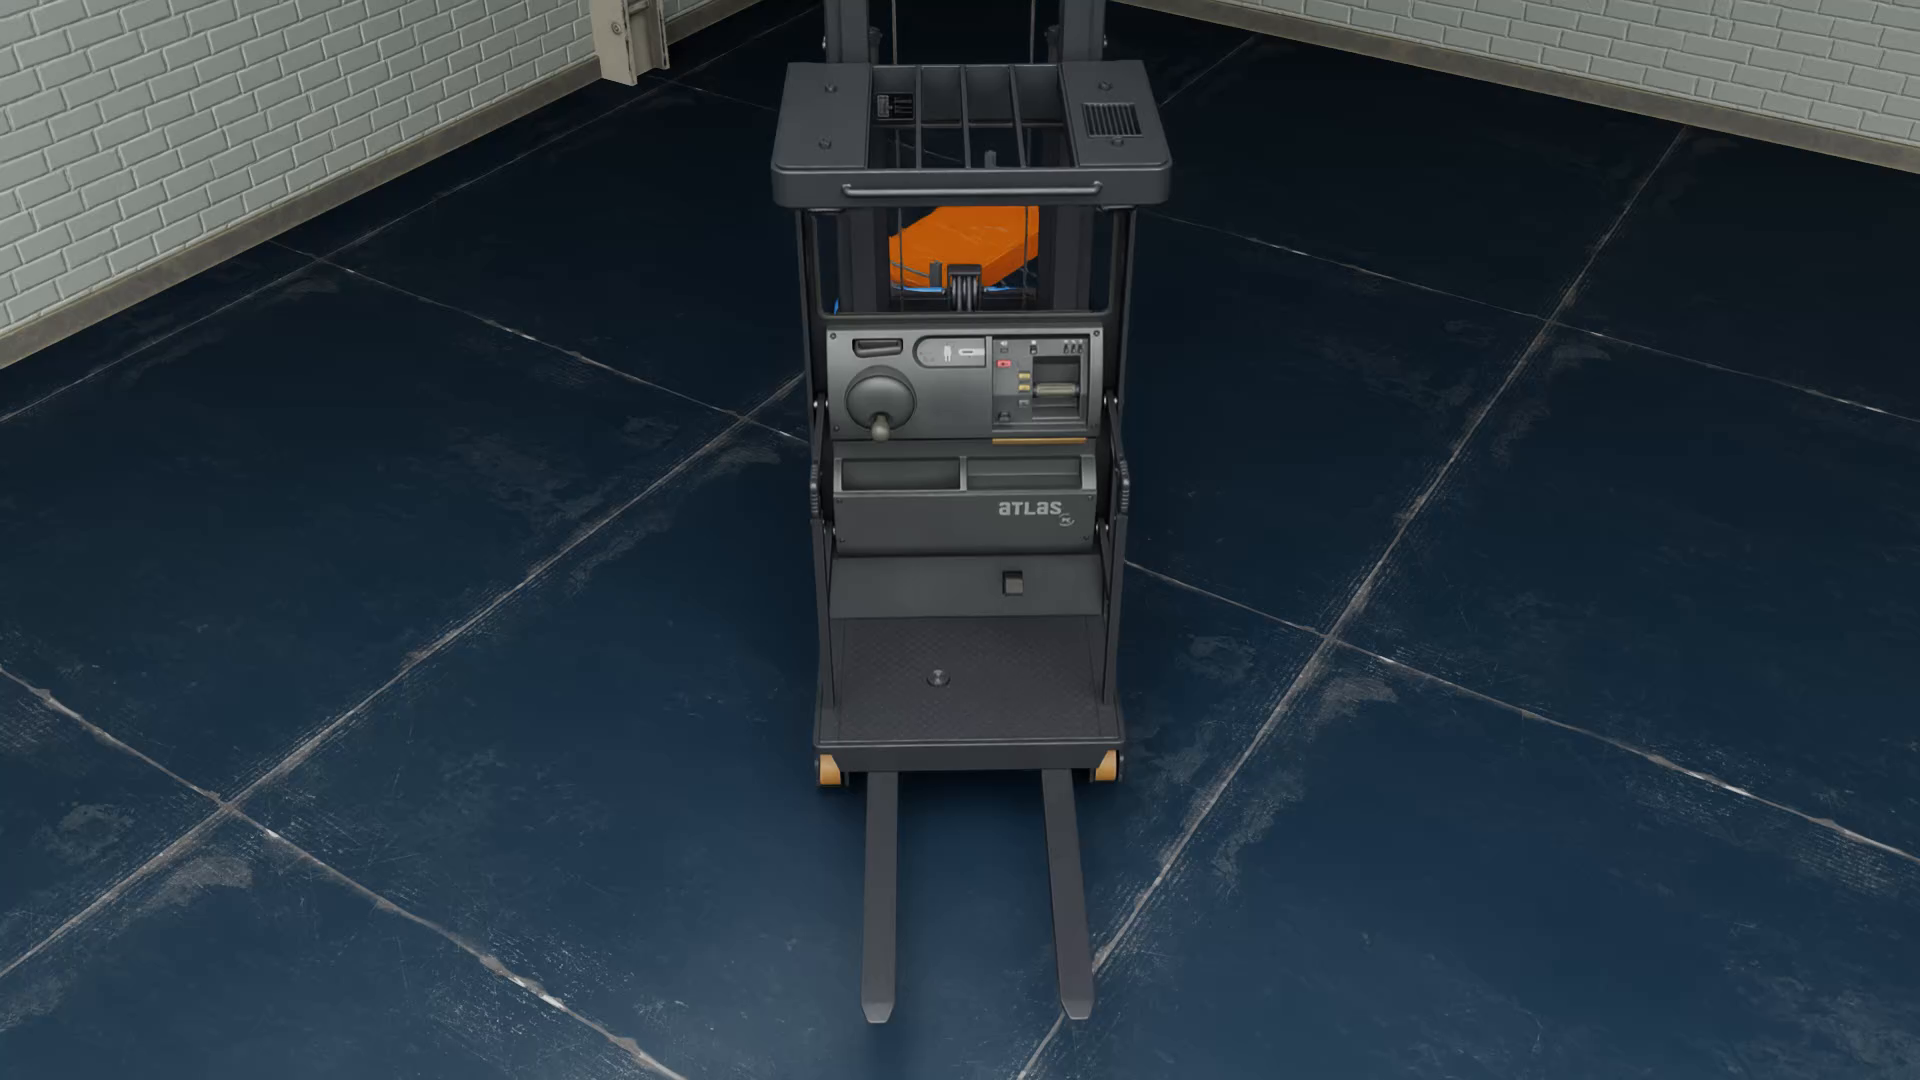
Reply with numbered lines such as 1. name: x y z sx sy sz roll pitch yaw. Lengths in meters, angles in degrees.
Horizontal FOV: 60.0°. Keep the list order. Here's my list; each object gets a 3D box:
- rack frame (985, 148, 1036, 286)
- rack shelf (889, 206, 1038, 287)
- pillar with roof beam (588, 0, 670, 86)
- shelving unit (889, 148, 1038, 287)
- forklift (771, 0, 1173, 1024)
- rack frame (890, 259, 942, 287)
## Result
1. rack frame: 0.326 -1.290 8.002 0.500 1.125 0.032 25 44 28
2. rack shelf: 0.021 -1.274 7.501 0.538 0.278 1.000 25 44 28
3. pillar with roof beam: 1.400 -5.372 6.849 9.100 9.000 0.400 21 42 25
4. shelving unit: 0.021 -1.042 7.680 0.538 1.125 1.048 25 44 28
5. forklift: 0.024 -0.461 5.447 1.130 2.935 3.031 -1 38 -1
6. rack frame: -0.284 -0.793 7.358 0.500 1.125 0.032 25 44 28
